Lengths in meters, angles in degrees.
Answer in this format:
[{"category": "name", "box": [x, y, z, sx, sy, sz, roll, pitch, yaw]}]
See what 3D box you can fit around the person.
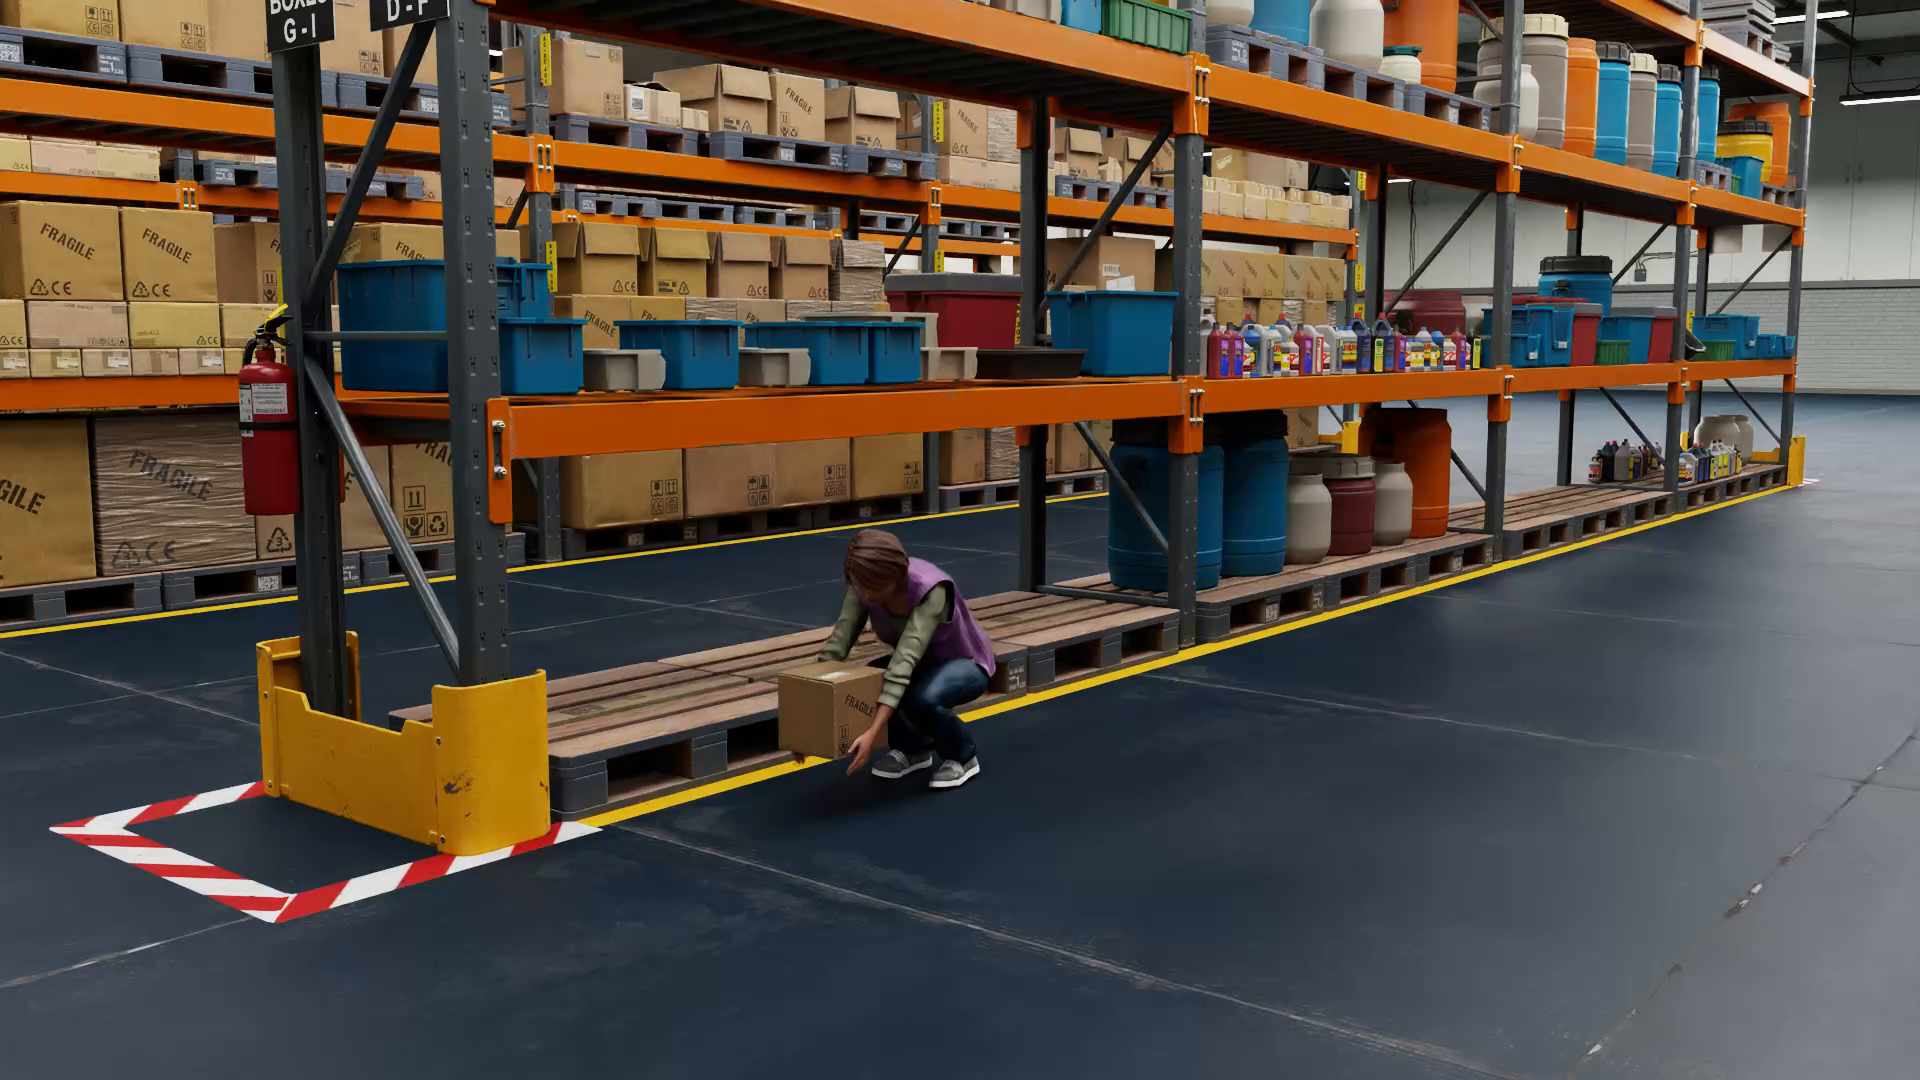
[{"category": "person", "box": [-0.193, 0.391, 5.562, 0.430, 0.905, 0.828, 5, 9, 37]}]
